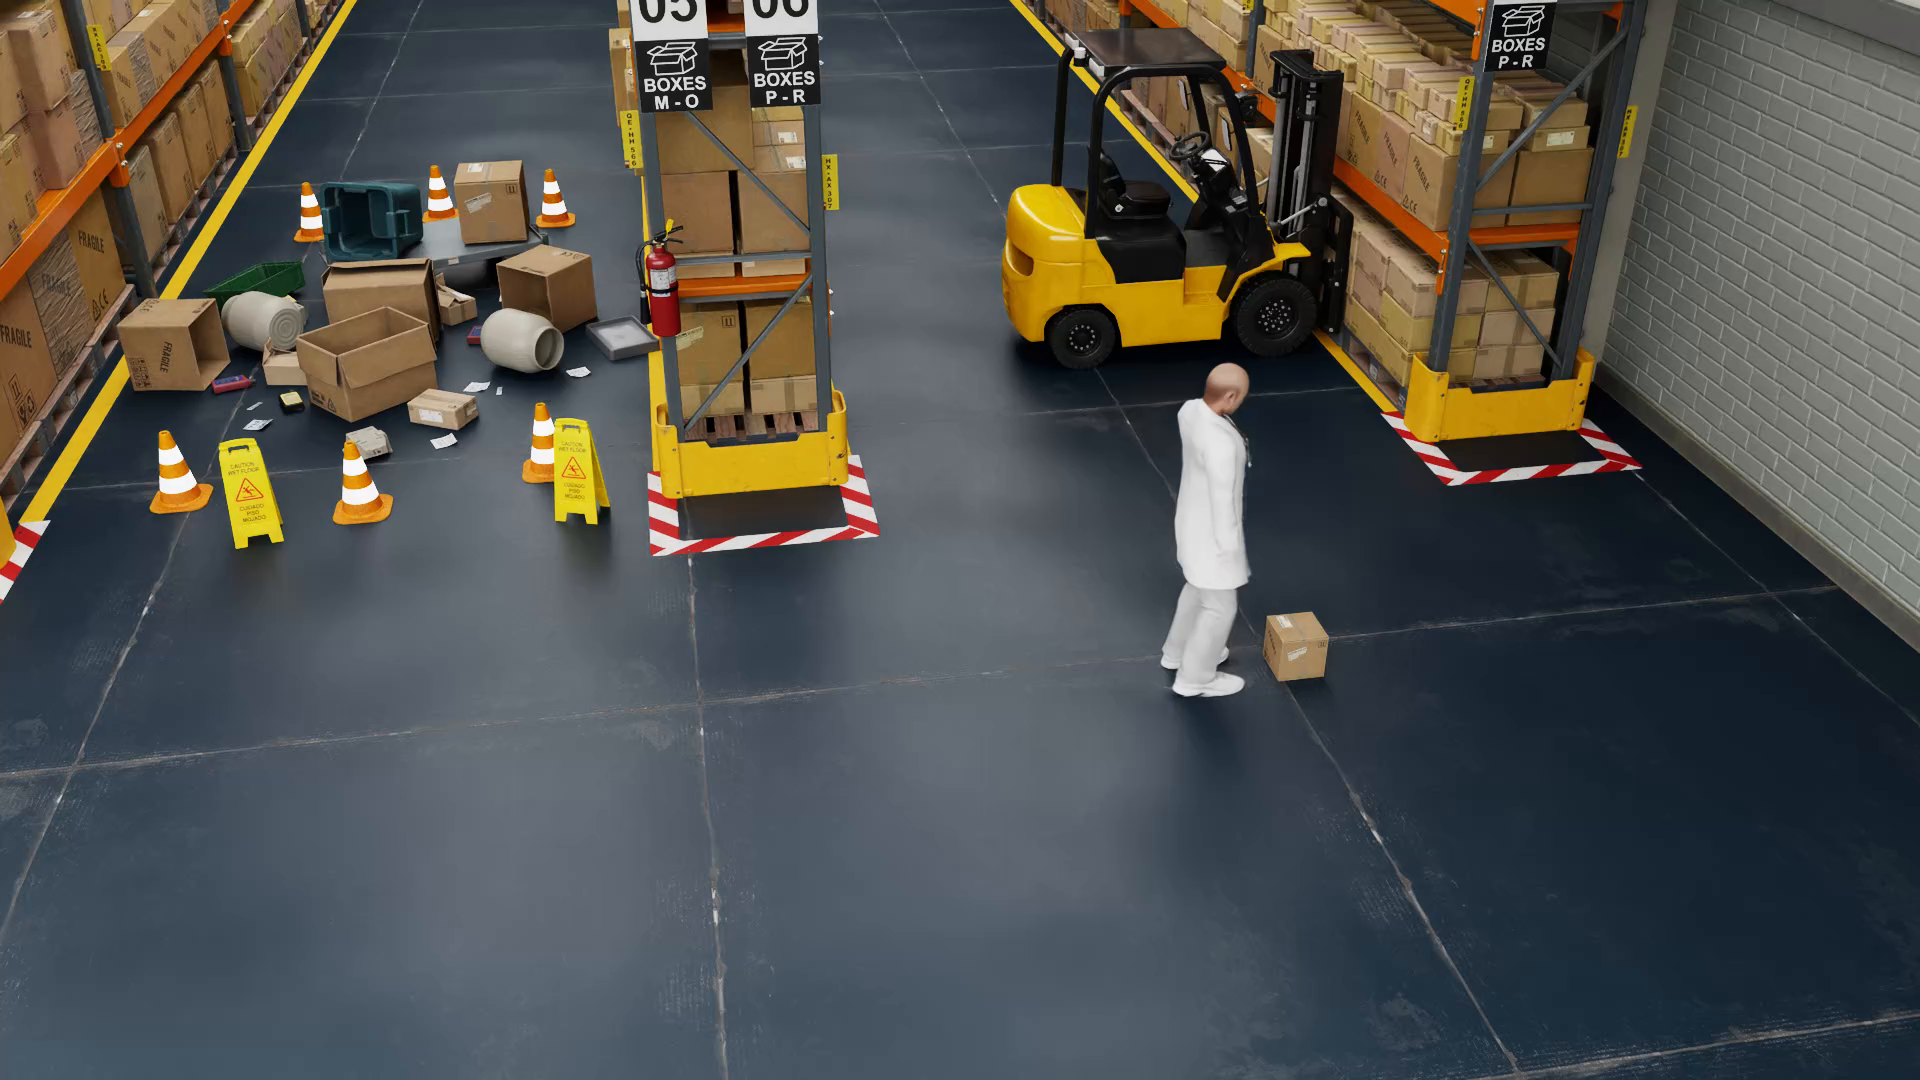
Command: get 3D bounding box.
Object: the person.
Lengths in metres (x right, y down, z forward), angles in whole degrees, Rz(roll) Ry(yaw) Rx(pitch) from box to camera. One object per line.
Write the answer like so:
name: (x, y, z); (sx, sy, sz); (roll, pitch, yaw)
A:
person: (1.259, -0.063, 8.285); (0.378, 1.770, 0.567); (-5, 31, -8)
